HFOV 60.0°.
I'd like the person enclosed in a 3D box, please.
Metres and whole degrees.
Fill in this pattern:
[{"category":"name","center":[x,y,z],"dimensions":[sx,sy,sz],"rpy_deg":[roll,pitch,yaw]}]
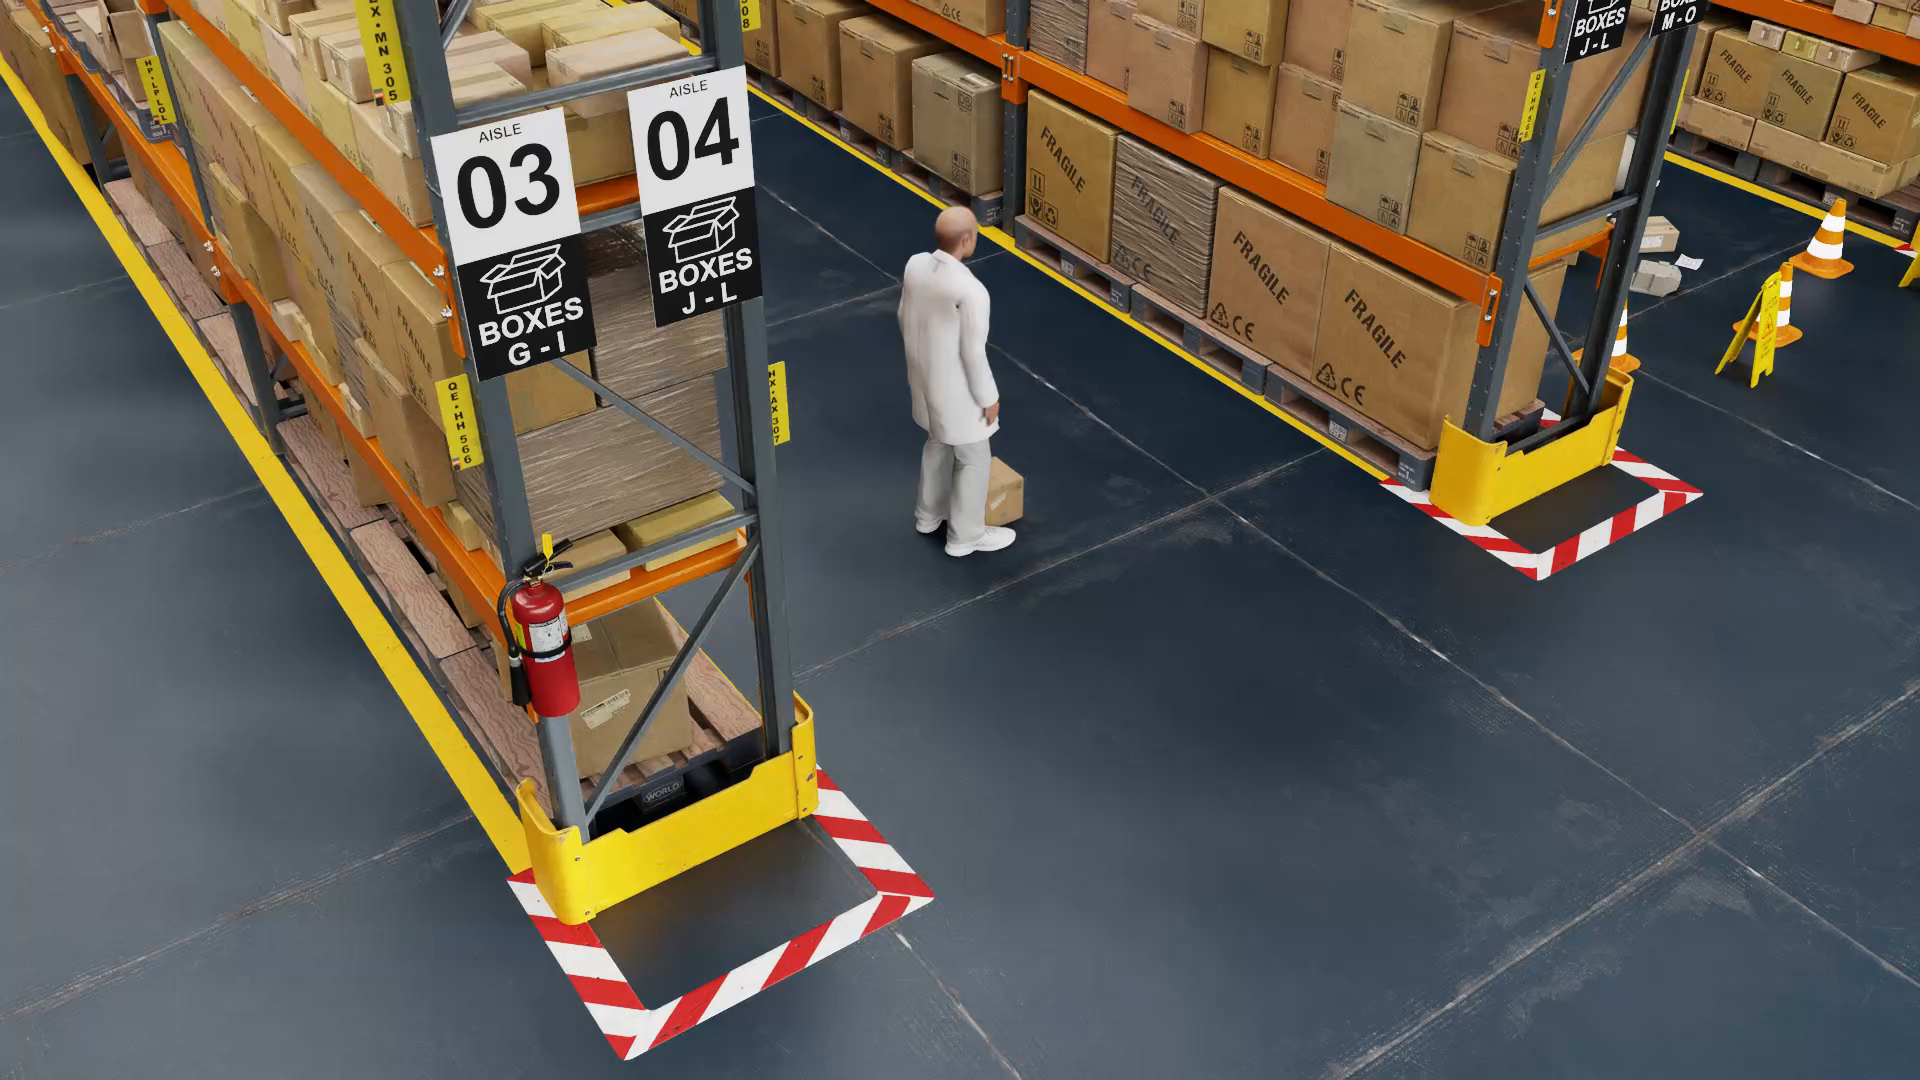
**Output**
[{"category":"person","center":[-0.038,-0.772,8.086],"dimensions":[0.425,1.772,0.644],"rpy_deg":[-24,42,-30]}]
